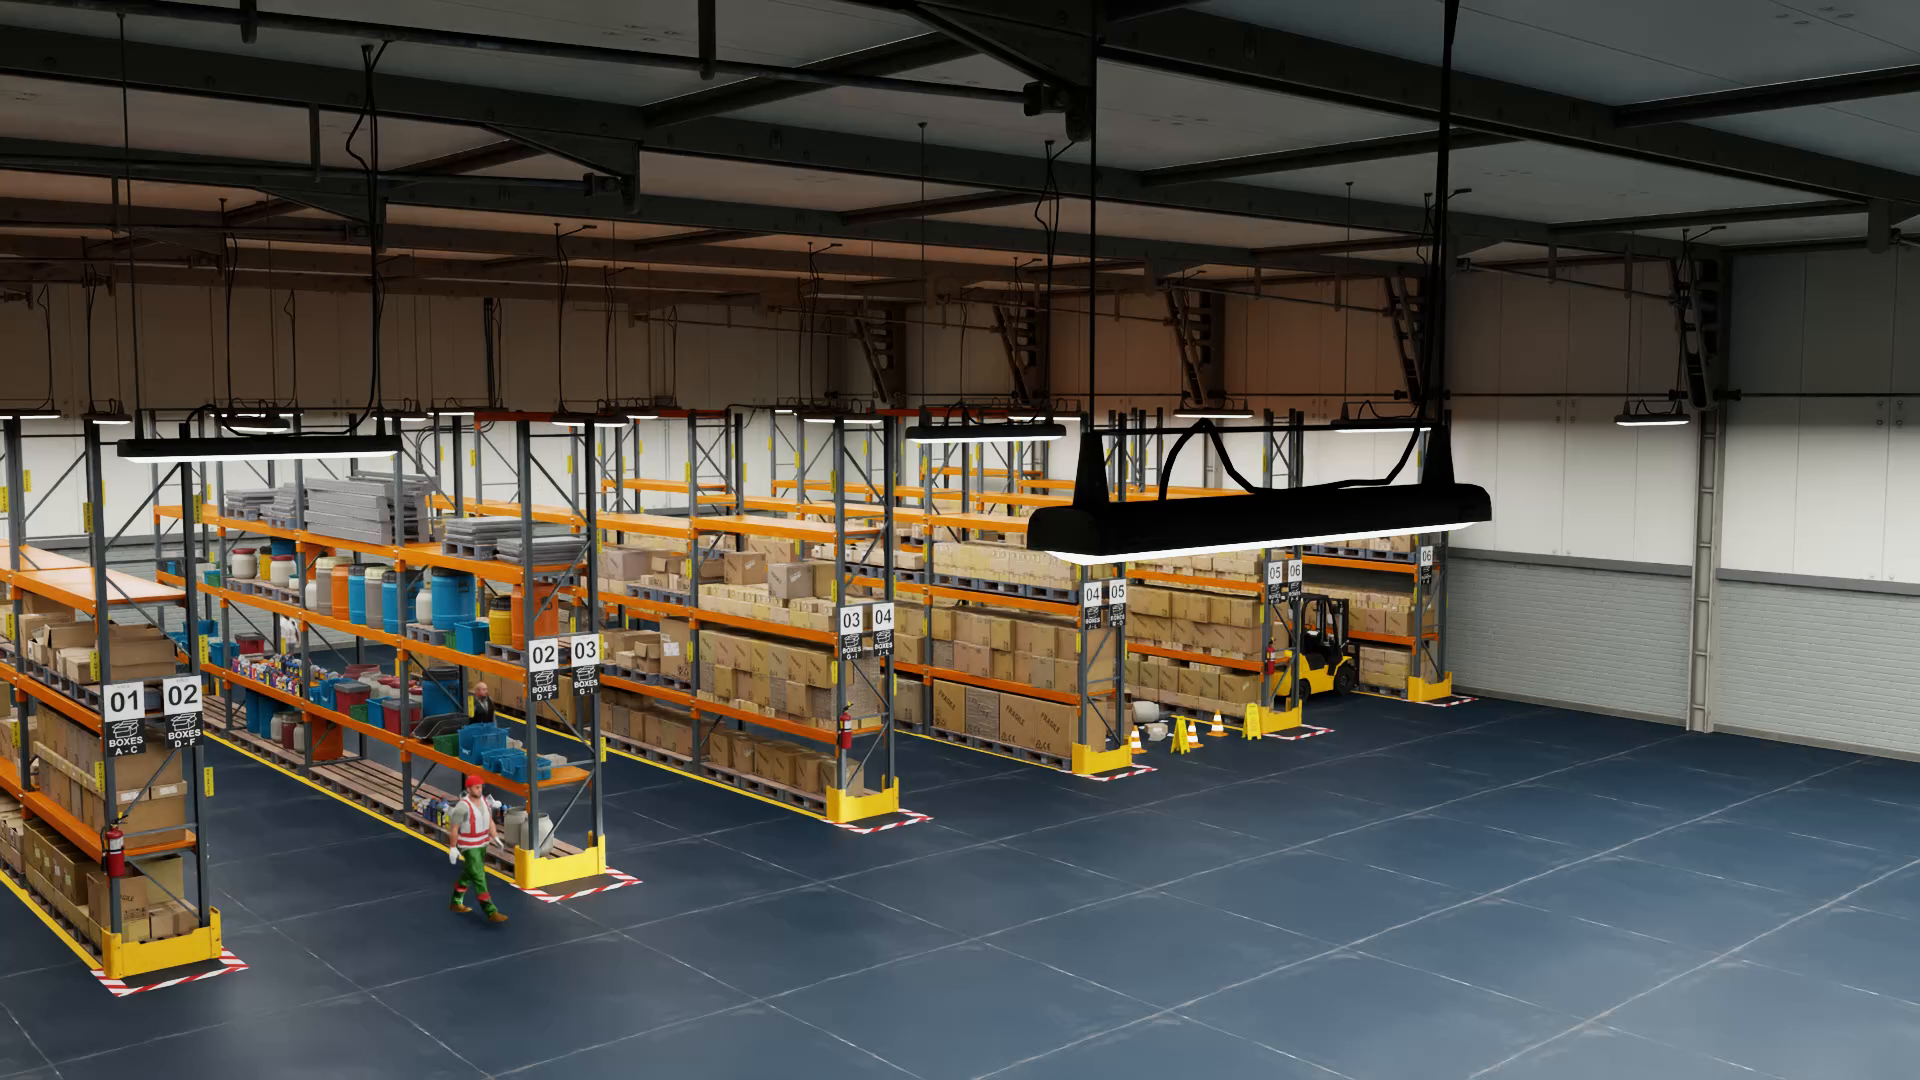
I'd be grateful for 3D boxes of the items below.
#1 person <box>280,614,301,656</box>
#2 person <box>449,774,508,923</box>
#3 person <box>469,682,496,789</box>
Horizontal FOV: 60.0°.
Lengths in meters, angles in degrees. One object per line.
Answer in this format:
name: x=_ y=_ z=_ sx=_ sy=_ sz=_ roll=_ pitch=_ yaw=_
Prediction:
person: x=-14.884 y=2.274 z=36.831 sx=1.052 sy=1.621 sz=0.492 roll=4 pitch=6 yaw=39
person: x=-5.767 y=3.676 z=19.998 sx=1.040 sy=1.731 sz=0.559 roll=2 pitch=5 yaw=20
person: x=-7.816 y=3.130 z=26.892 sx=0.638 sy=1.704 sz=0.622 roll=3 pitch=6 yaw=35
